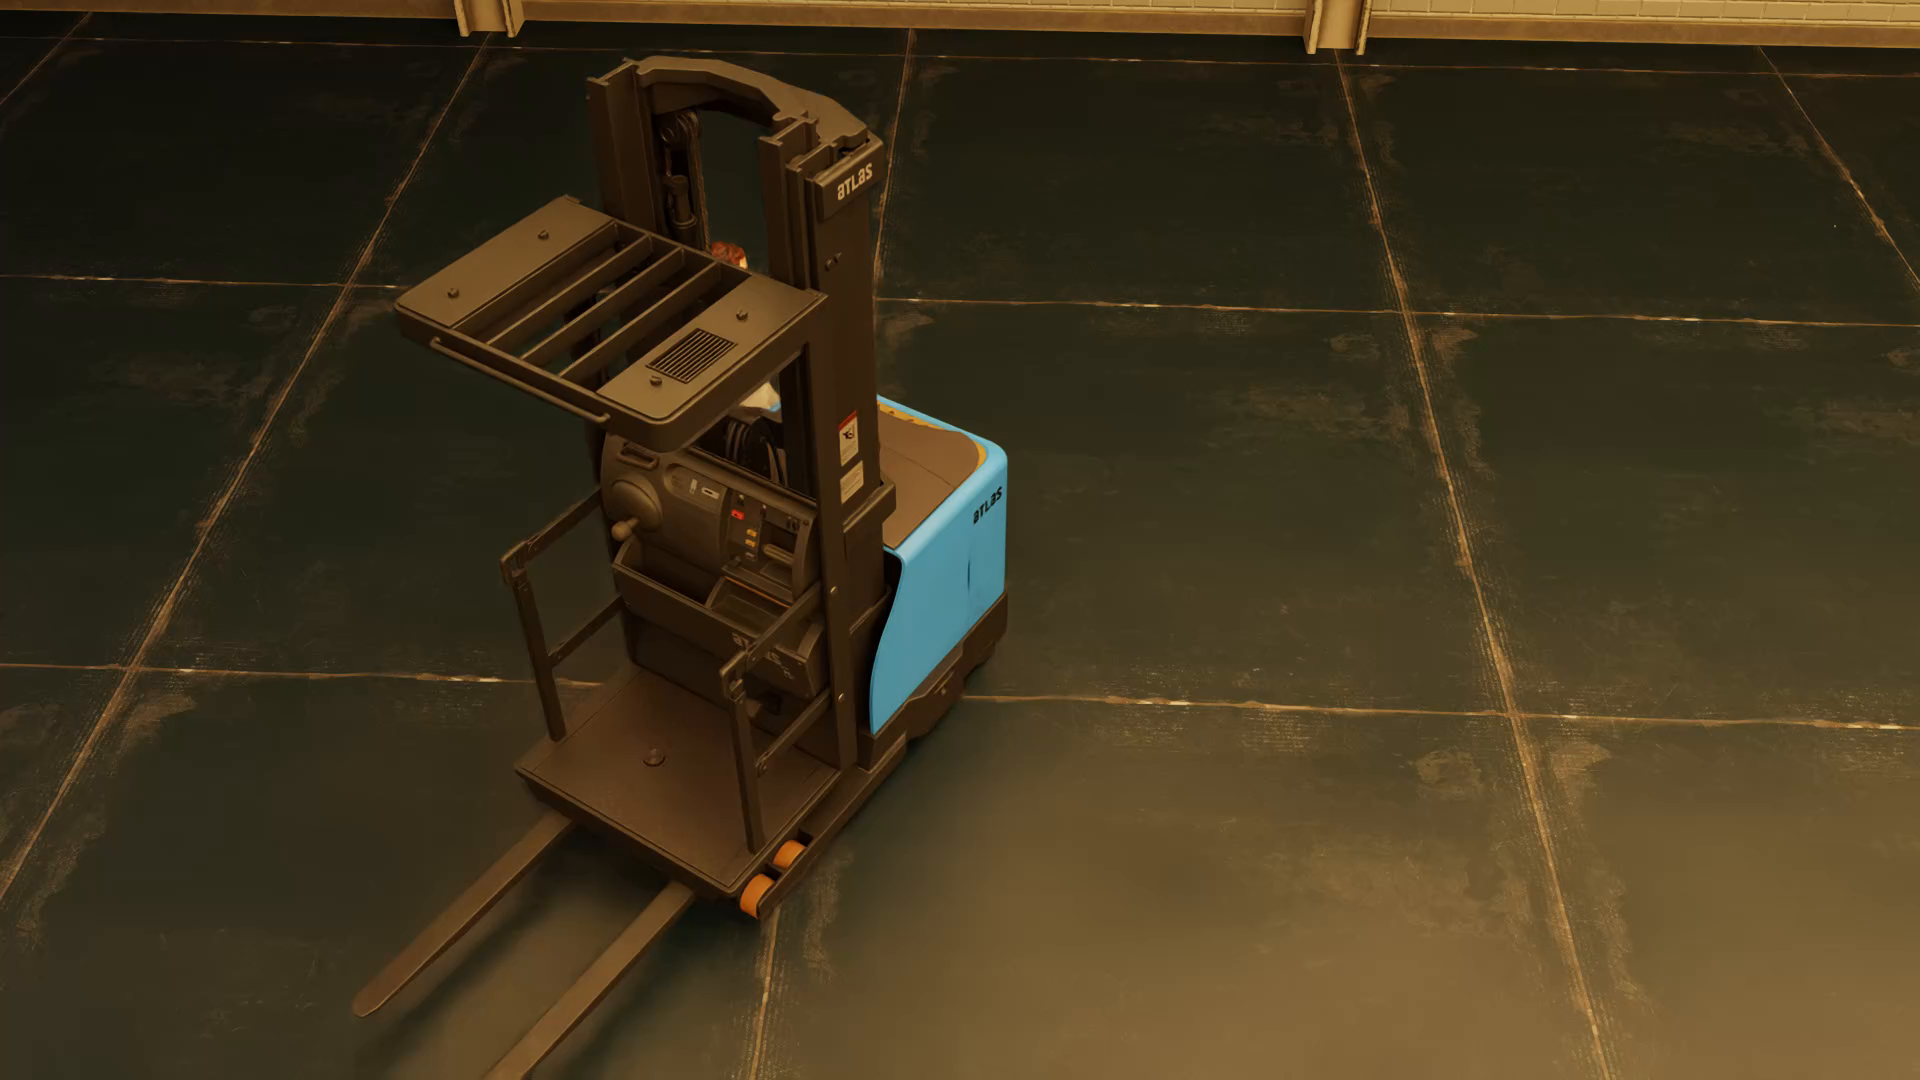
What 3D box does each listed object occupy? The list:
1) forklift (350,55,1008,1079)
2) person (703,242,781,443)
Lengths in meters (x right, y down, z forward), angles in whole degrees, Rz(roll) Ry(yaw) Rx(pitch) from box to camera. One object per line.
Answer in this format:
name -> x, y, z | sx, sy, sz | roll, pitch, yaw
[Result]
forklift -> -1.019, -0.011, 5.754 | 1.130, 2.935, 3.031 | 24, 48, 24
person -> -0.973, -0.813, 7.787 | 0.698, 1.406, 1.016 | -10, 43, -11
